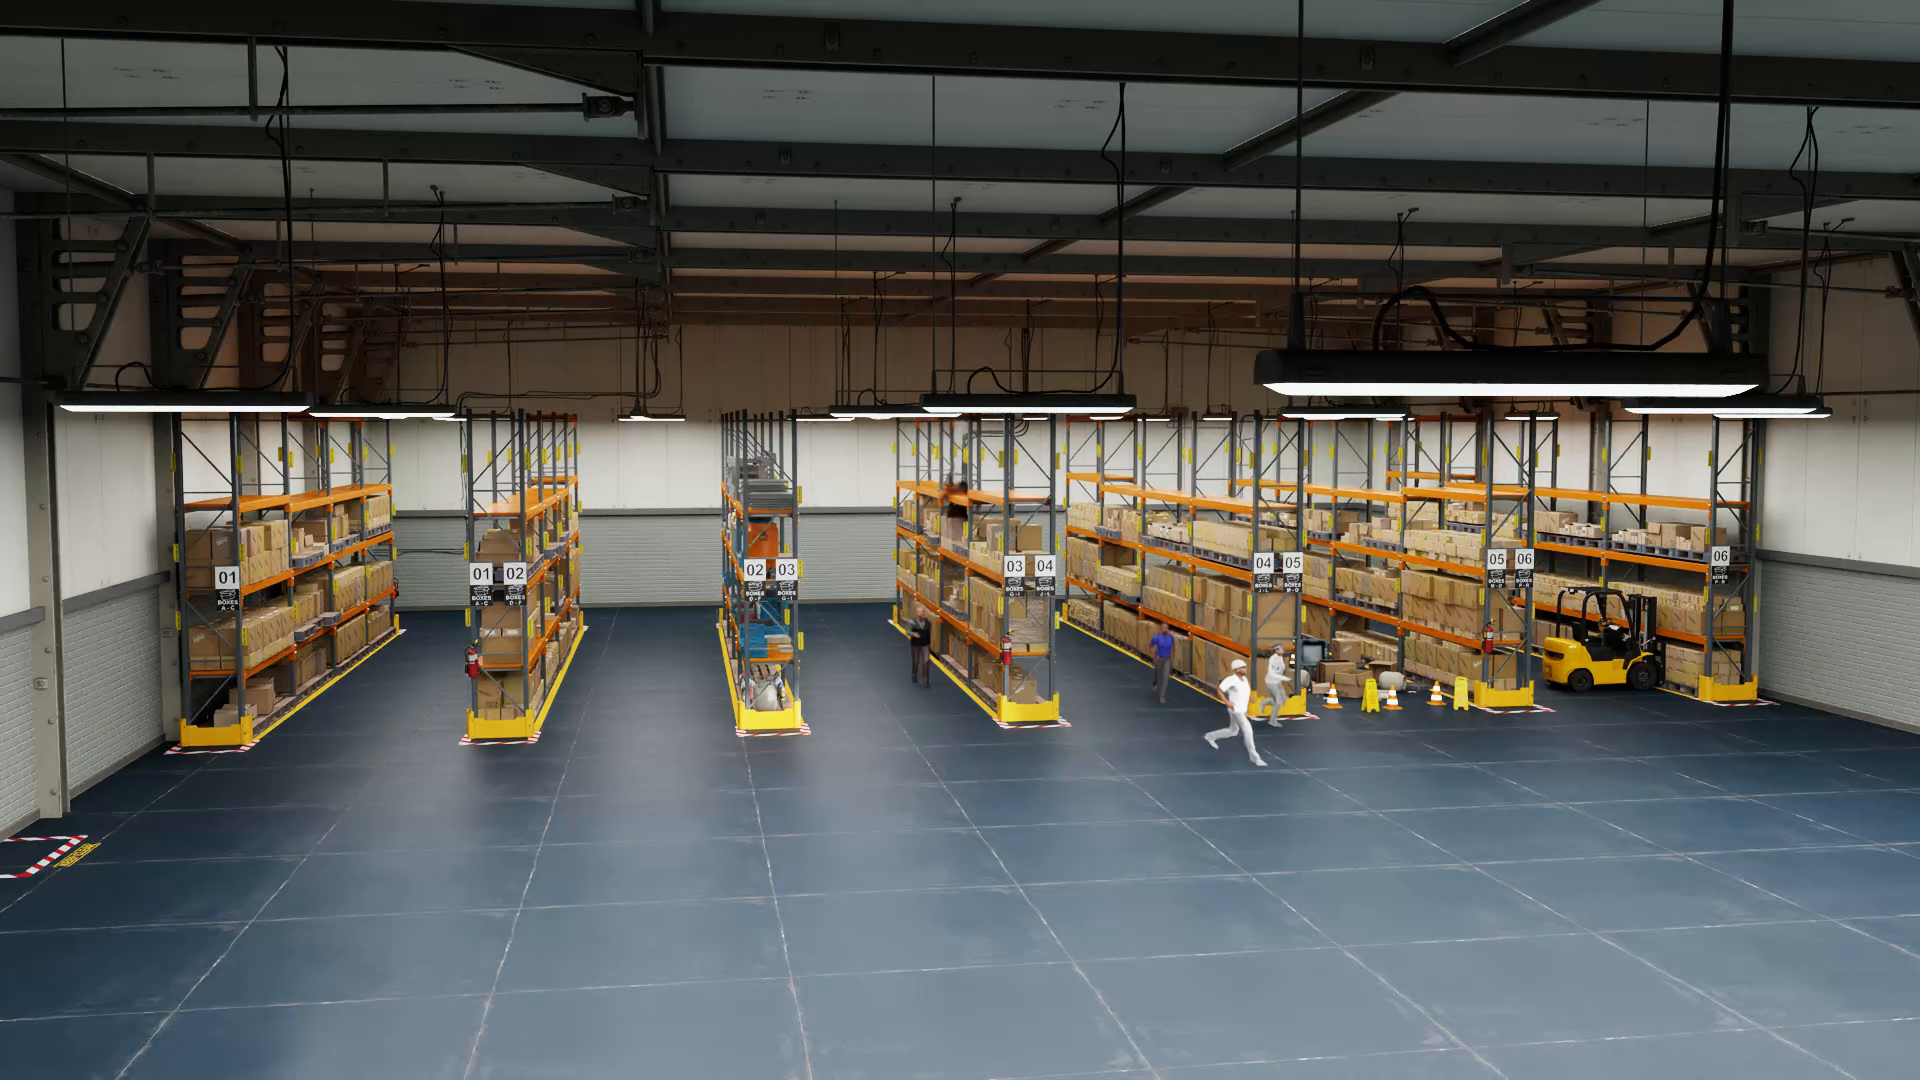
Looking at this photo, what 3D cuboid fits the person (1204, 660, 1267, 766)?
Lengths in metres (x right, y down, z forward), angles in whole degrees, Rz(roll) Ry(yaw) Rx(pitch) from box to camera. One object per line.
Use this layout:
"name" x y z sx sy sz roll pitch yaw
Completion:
"person" 4.674 2.897 28.136 1.141 1.775 0.666 2 4 26

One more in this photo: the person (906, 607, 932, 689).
"person" -0.883 2.328 36.262 0.610 1.750 0.889 -1 4 -9

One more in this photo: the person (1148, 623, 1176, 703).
"person" 4.196 2.520 34.480 0.600 1.641 0.802 -1 4 -11

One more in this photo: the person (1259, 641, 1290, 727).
"person" 5.975 2.723 31.507 0.638 1.649 0.652 2 5 29
